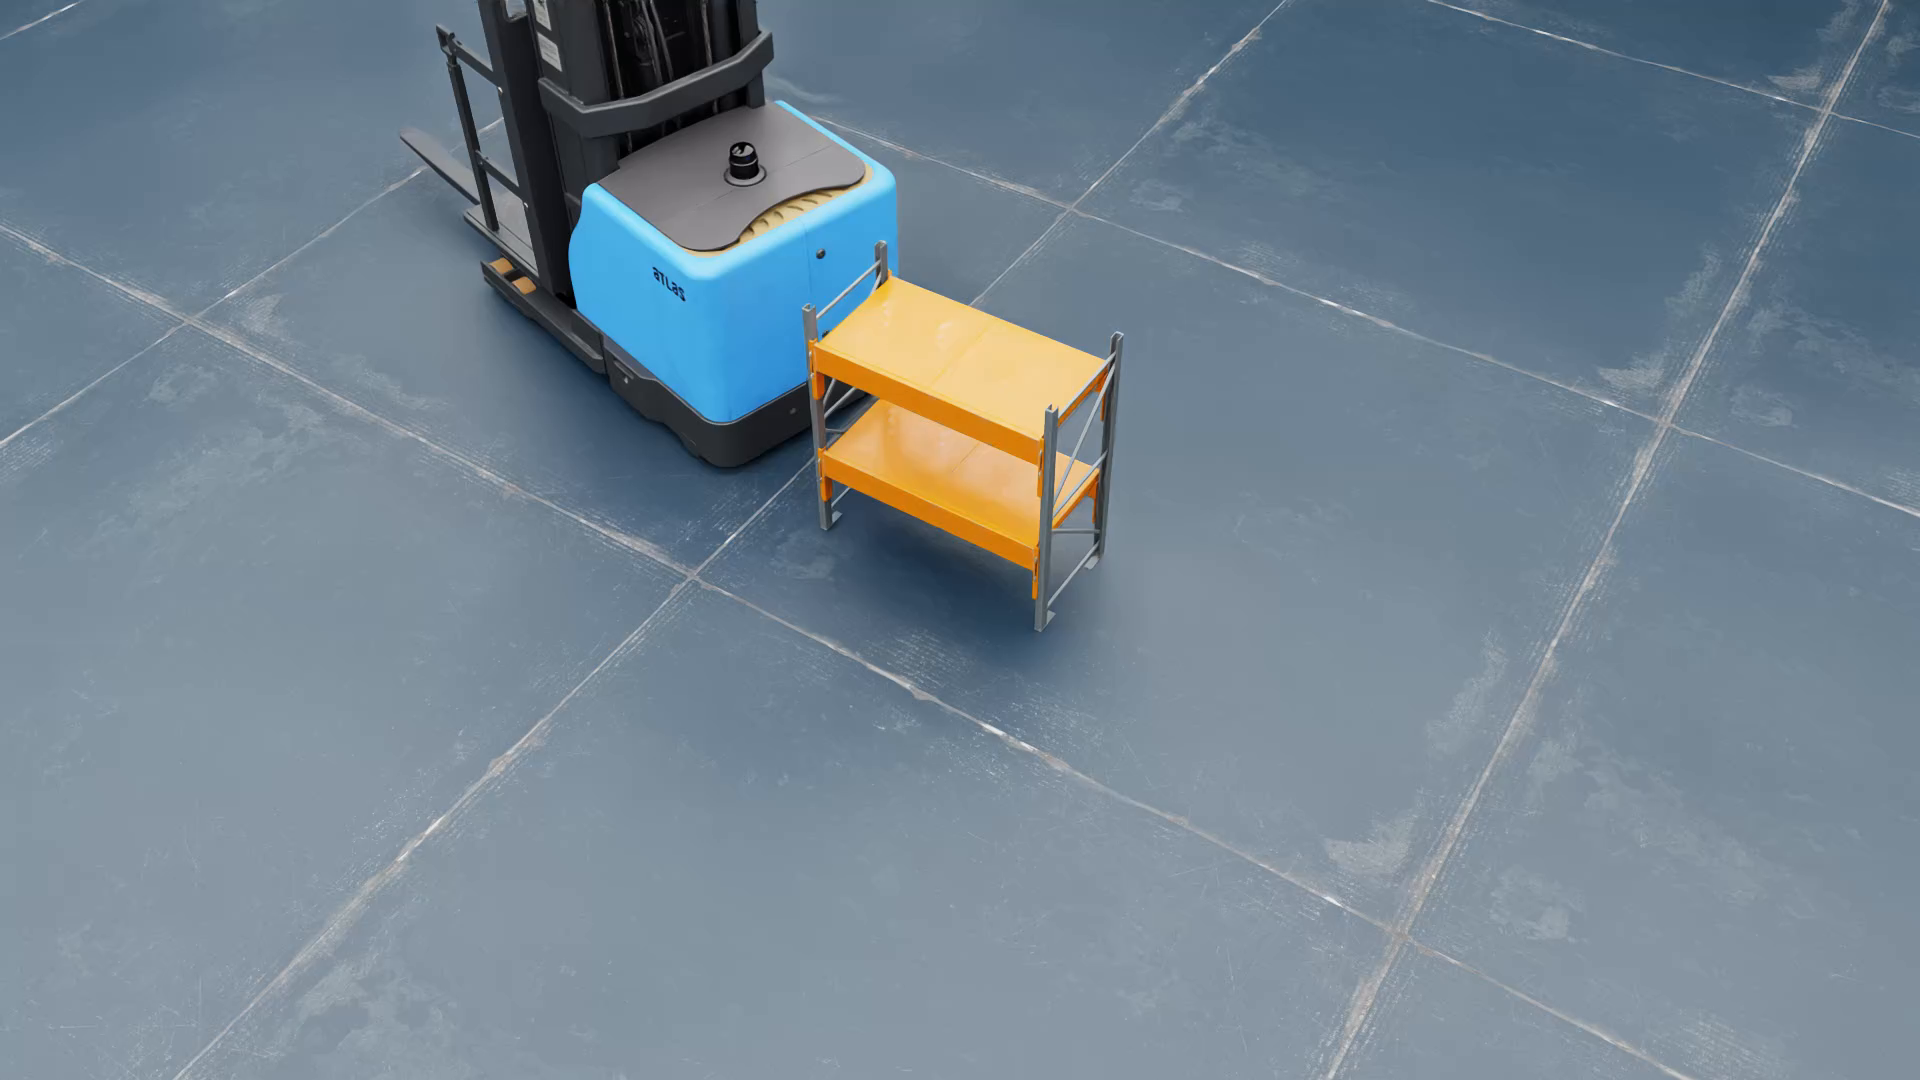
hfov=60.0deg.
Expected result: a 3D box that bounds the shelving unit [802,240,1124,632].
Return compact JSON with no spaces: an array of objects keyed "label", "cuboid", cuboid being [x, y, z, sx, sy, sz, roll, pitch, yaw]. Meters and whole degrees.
[{"label":"shelving unit","cuboid":[0.006,-0.389,6.344,1.048,1.125,0.538,25,51,22]}]

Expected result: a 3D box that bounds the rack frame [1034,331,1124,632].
[{"label":"rack frame","cuboid":[0.434,-0.193,6.153,0.032,1.125,0.500,25,51,22]}]

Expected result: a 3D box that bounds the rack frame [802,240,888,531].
[{"label":"rack frame","cuboid":[-0.422,-0.586,6.535,0.032,1.125,0.500,25,51,22]}]

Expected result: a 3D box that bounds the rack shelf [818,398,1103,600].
[{"label":"rack shelf","cuboid":[0.006,-0.219,6.519,1.000,0.278,0.538,25,51,22]}]

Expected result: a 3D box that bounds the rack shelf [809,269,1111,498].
[{"label":"rack shelf","cuboid":[0.006,-0.593,6.134,1.000,0.278,0.538,25,51,22]}]

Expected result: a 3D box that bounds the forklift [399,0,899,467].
[{"label":"forklift","cuboid":[-1.601,-2.301,6.942,1.130,2.935,3.031,-33,54,-28]}]
